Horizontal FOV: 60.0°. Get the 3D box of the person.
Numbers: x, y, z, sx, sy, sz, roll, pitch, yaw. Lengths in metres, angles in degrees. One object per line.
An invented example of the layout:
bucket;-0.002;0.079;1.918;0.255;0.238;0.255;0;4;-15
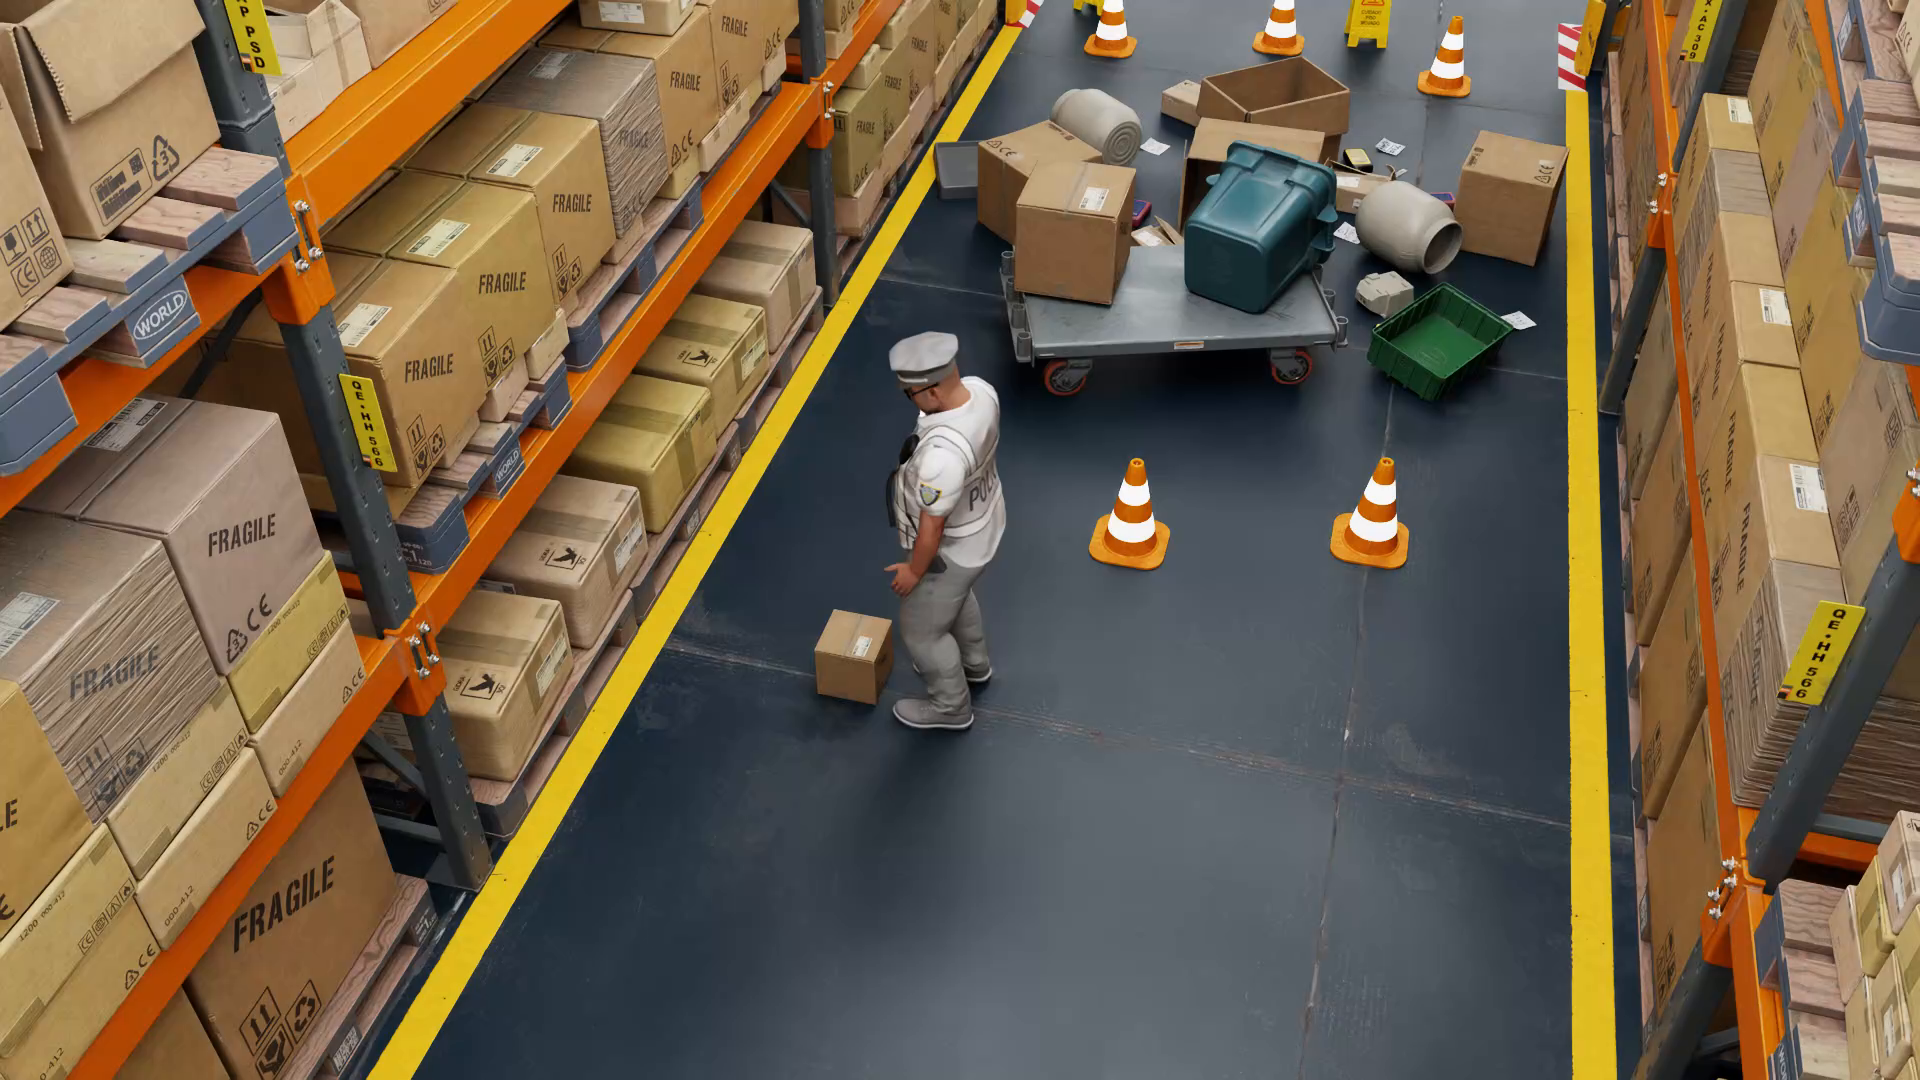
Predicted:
person;-0.047;0.003;6.174;0.393;1.733;0.538;11;42;12
